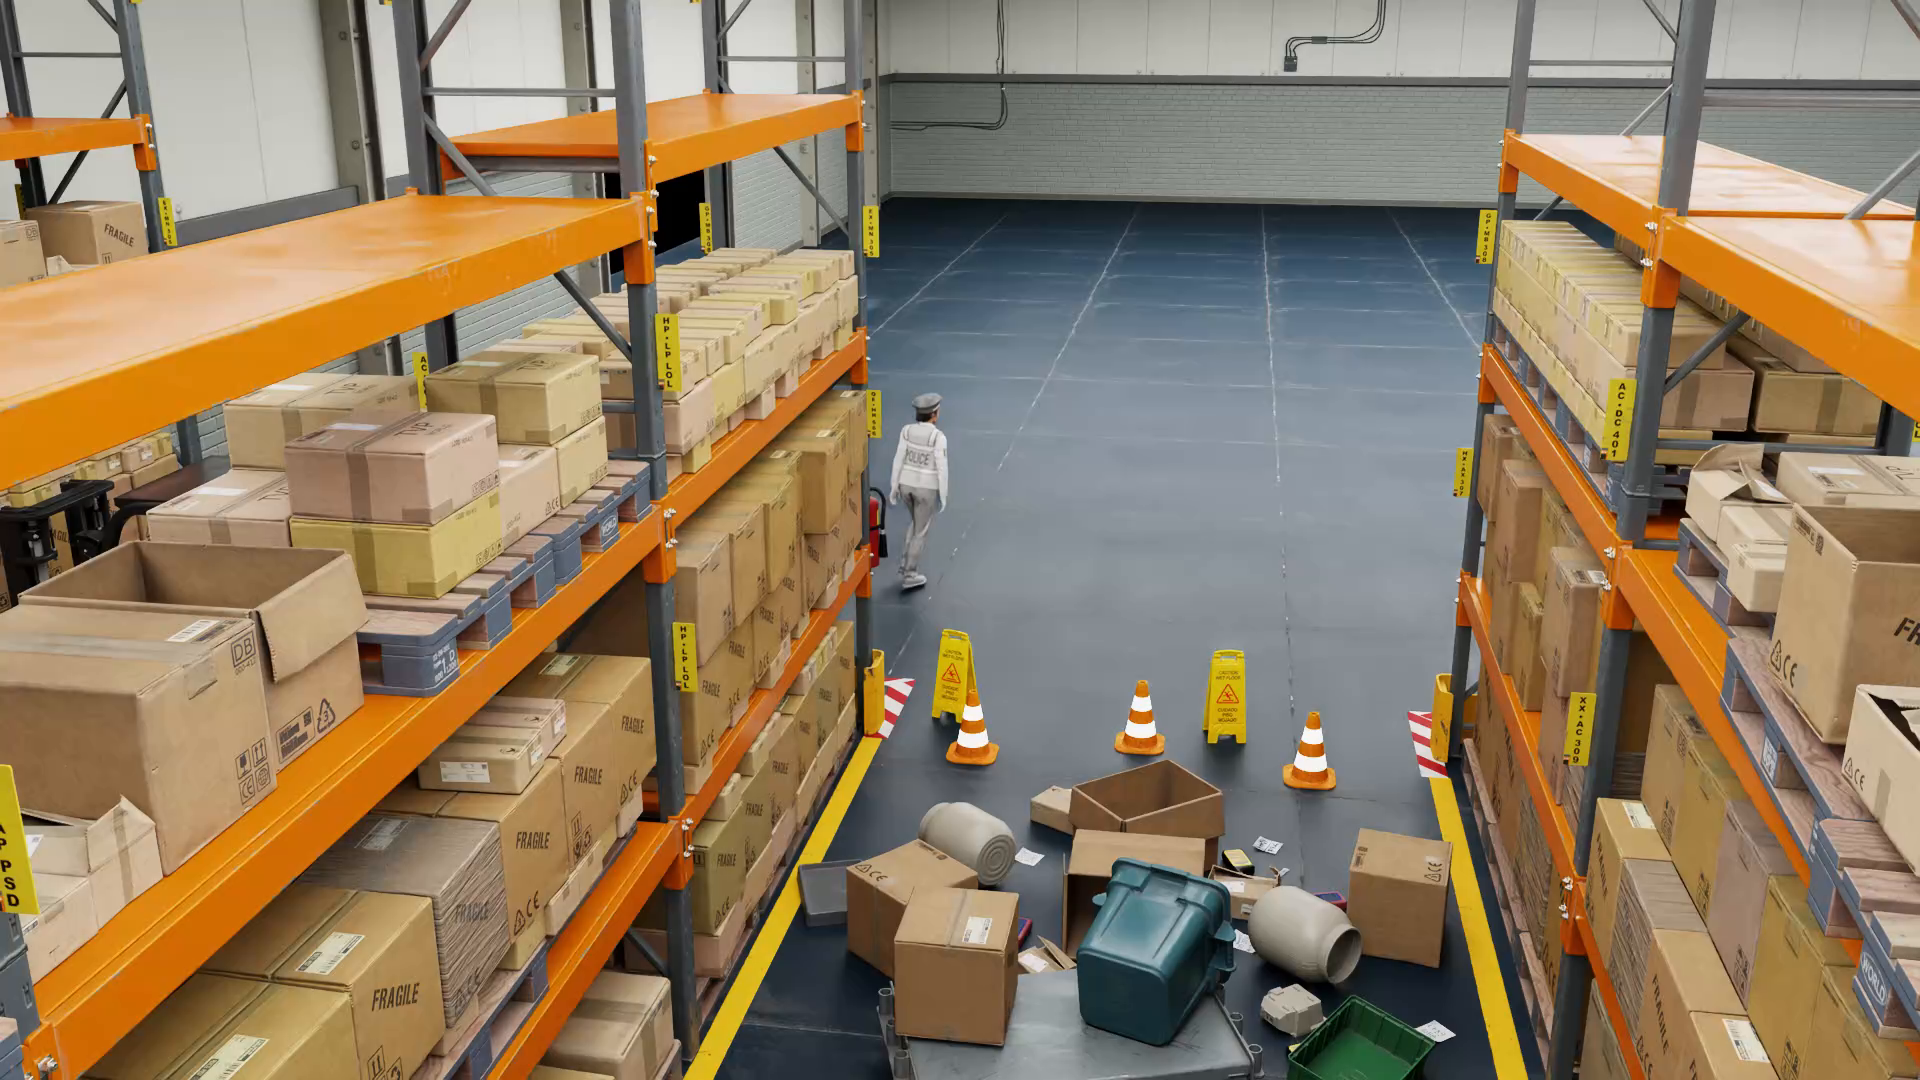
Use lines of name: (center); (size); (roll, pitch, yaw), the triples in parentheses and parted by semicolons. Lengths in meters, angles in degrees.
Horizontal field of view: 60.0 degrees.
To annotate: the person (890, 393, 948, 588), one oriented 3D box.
person: (-0.334, -0.423, 14.272); (0.514, 1.662, 0.488); (12, 22, 33)
